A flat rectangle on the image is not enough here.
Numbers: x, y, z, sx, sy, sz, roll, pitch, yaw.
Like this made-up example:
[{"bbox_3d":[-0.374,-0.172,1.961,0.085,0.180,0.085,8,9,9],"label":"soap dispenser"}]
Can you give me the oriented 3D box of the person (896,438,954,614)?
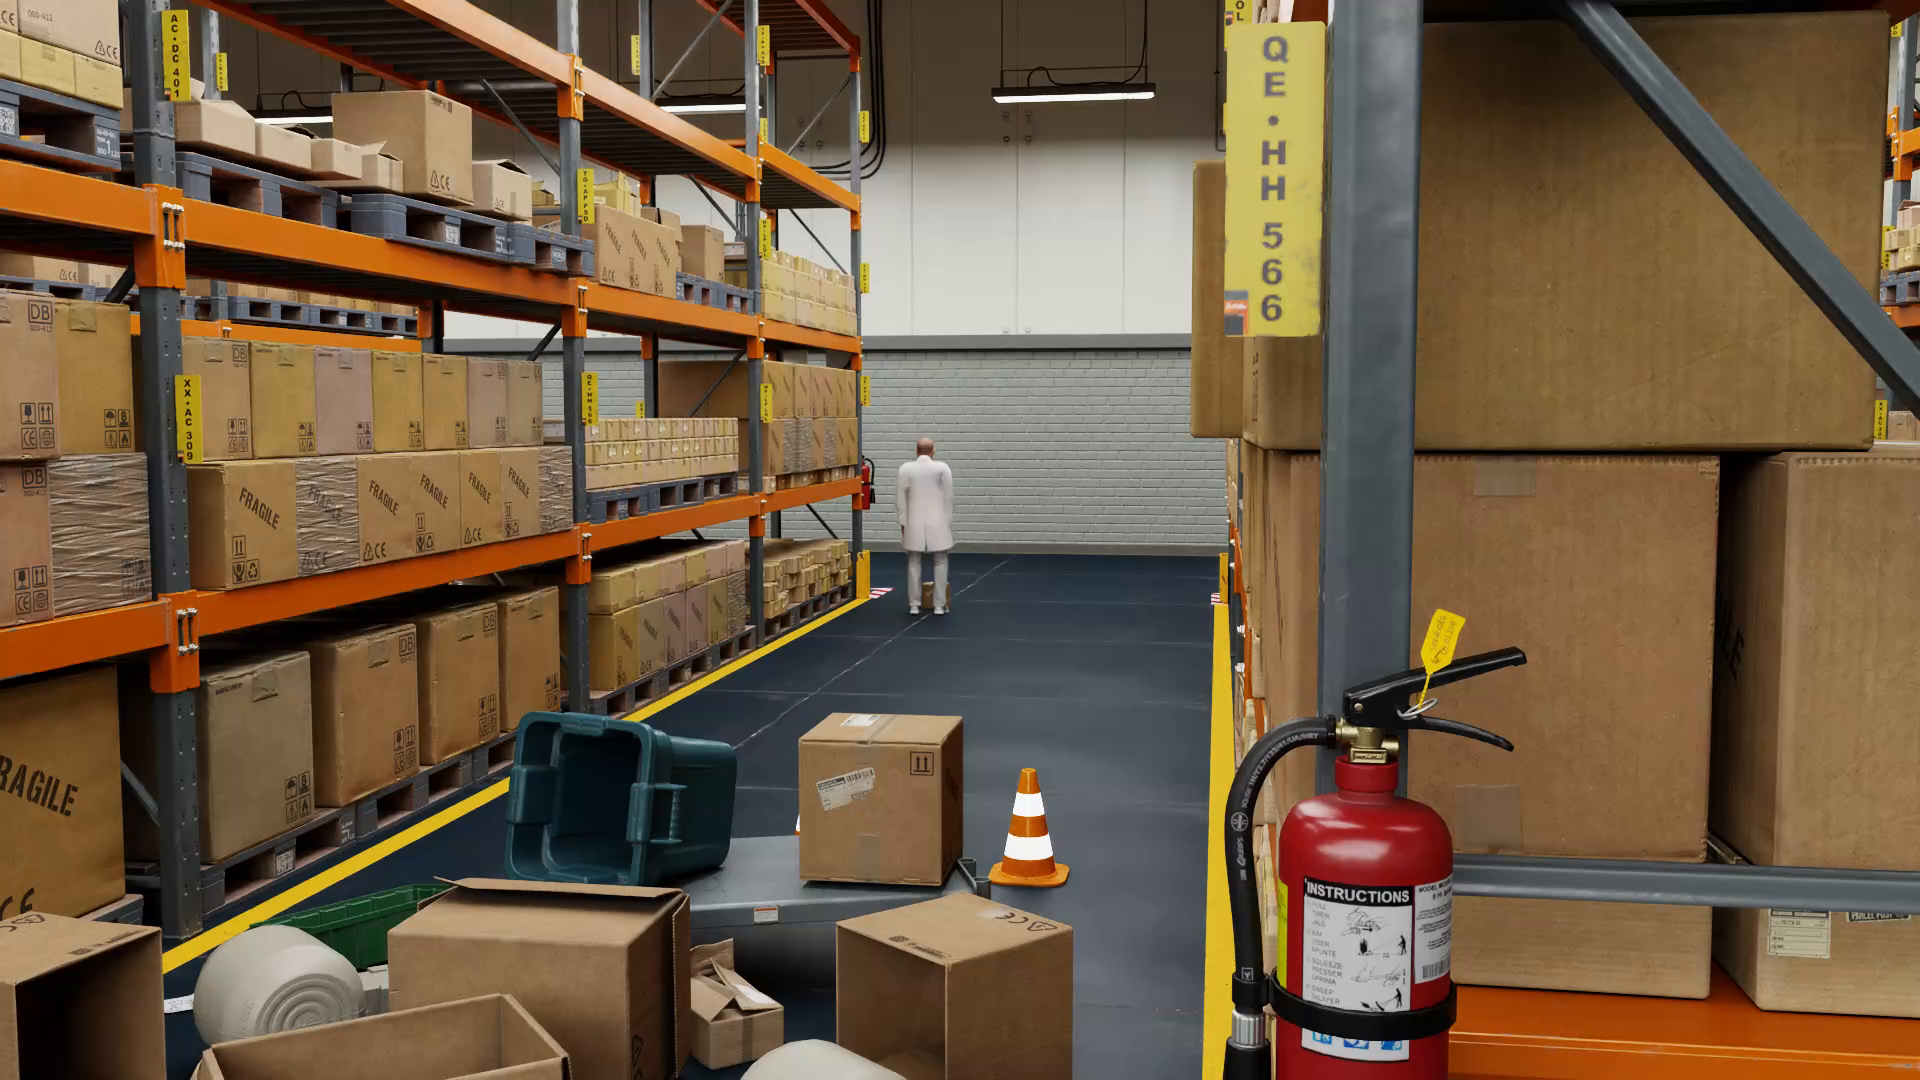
[{"bbox_3d":[-0.348,-0.136,16.575,0.575,1.757,0.381,1,4,8],"label":"person"}]
